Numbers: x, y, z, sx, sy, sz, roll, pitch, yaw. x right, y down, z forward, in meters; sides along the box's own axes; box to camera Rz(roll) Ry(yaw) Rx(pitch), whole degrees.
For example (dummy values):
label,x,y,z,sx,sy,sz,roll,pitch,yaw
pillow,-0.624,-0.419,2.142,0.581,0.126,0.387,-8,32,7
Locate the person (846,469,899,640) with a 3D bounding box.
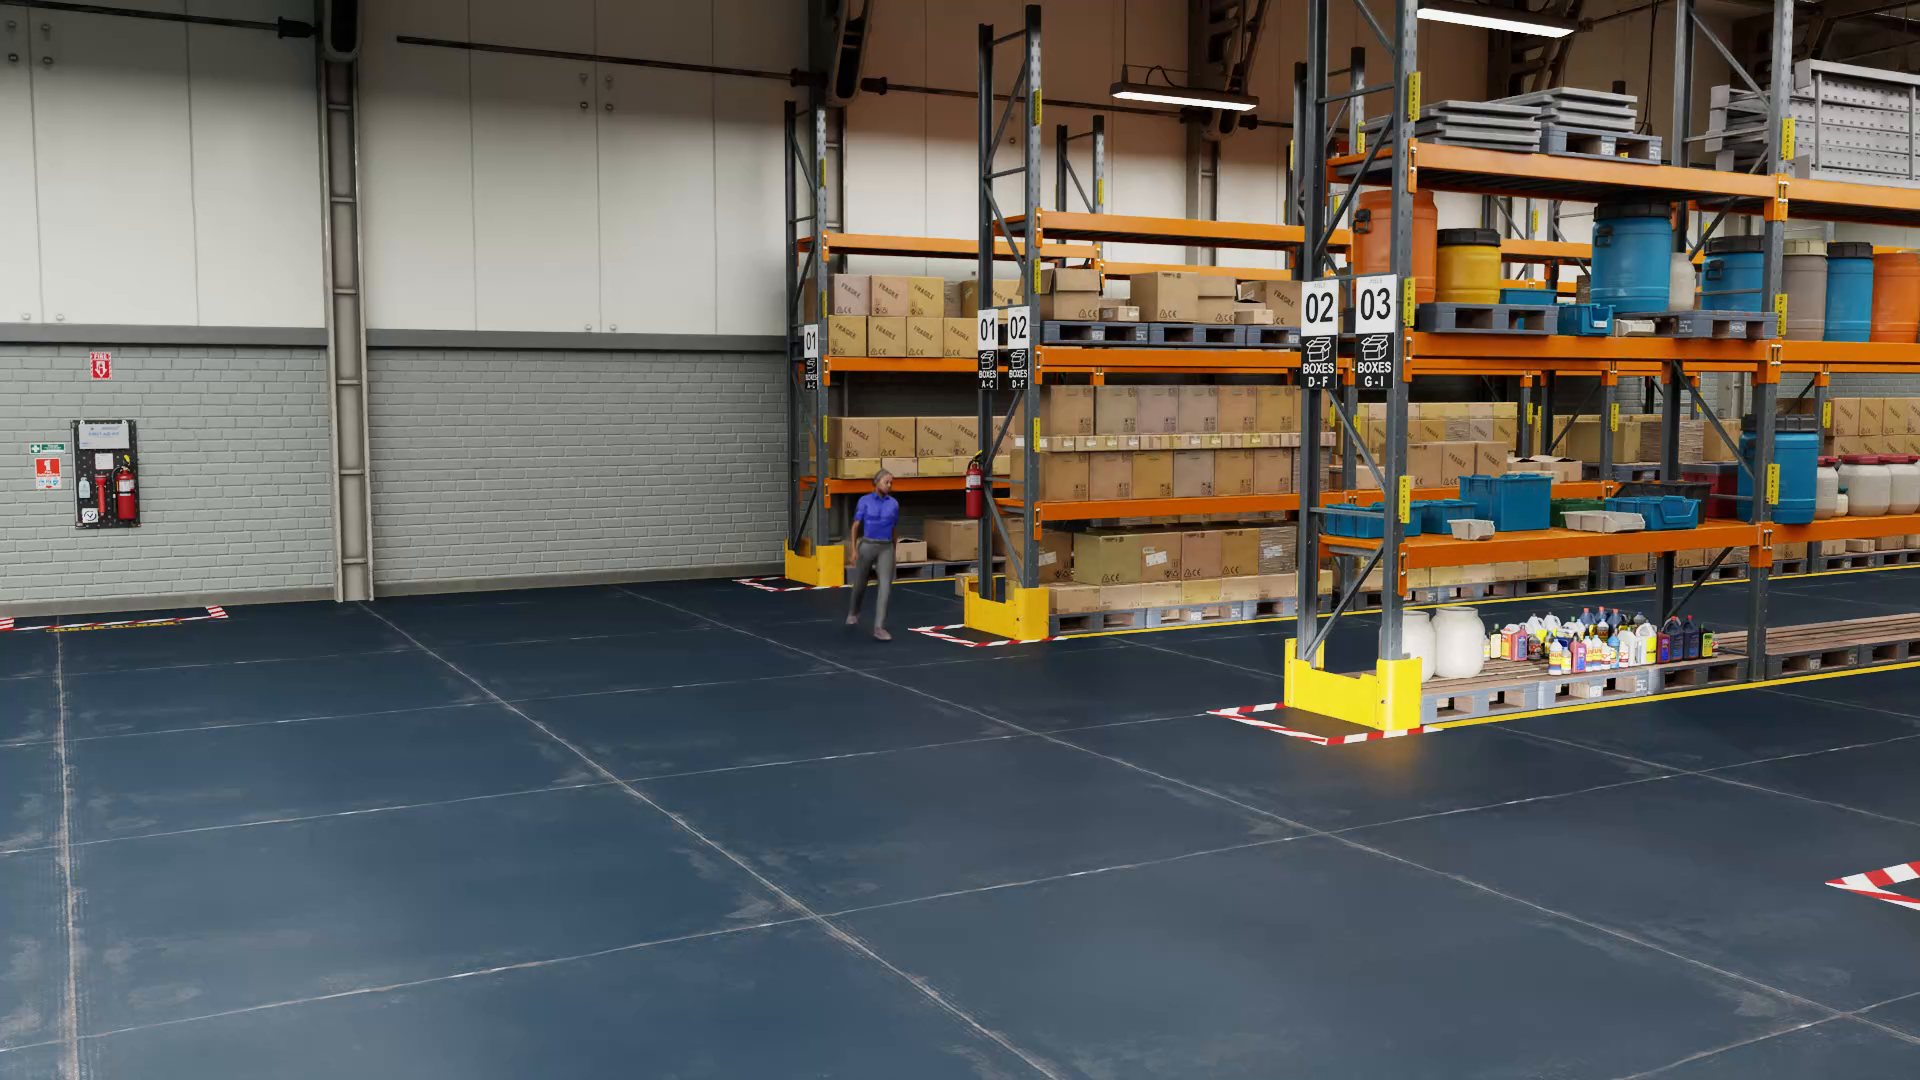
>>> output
label,x,y,z,sx,sy,sz,roll,pitch,yaw
person,-0.848,0.118,16.217,0.524,1.613,0.955,-1,5,-15
